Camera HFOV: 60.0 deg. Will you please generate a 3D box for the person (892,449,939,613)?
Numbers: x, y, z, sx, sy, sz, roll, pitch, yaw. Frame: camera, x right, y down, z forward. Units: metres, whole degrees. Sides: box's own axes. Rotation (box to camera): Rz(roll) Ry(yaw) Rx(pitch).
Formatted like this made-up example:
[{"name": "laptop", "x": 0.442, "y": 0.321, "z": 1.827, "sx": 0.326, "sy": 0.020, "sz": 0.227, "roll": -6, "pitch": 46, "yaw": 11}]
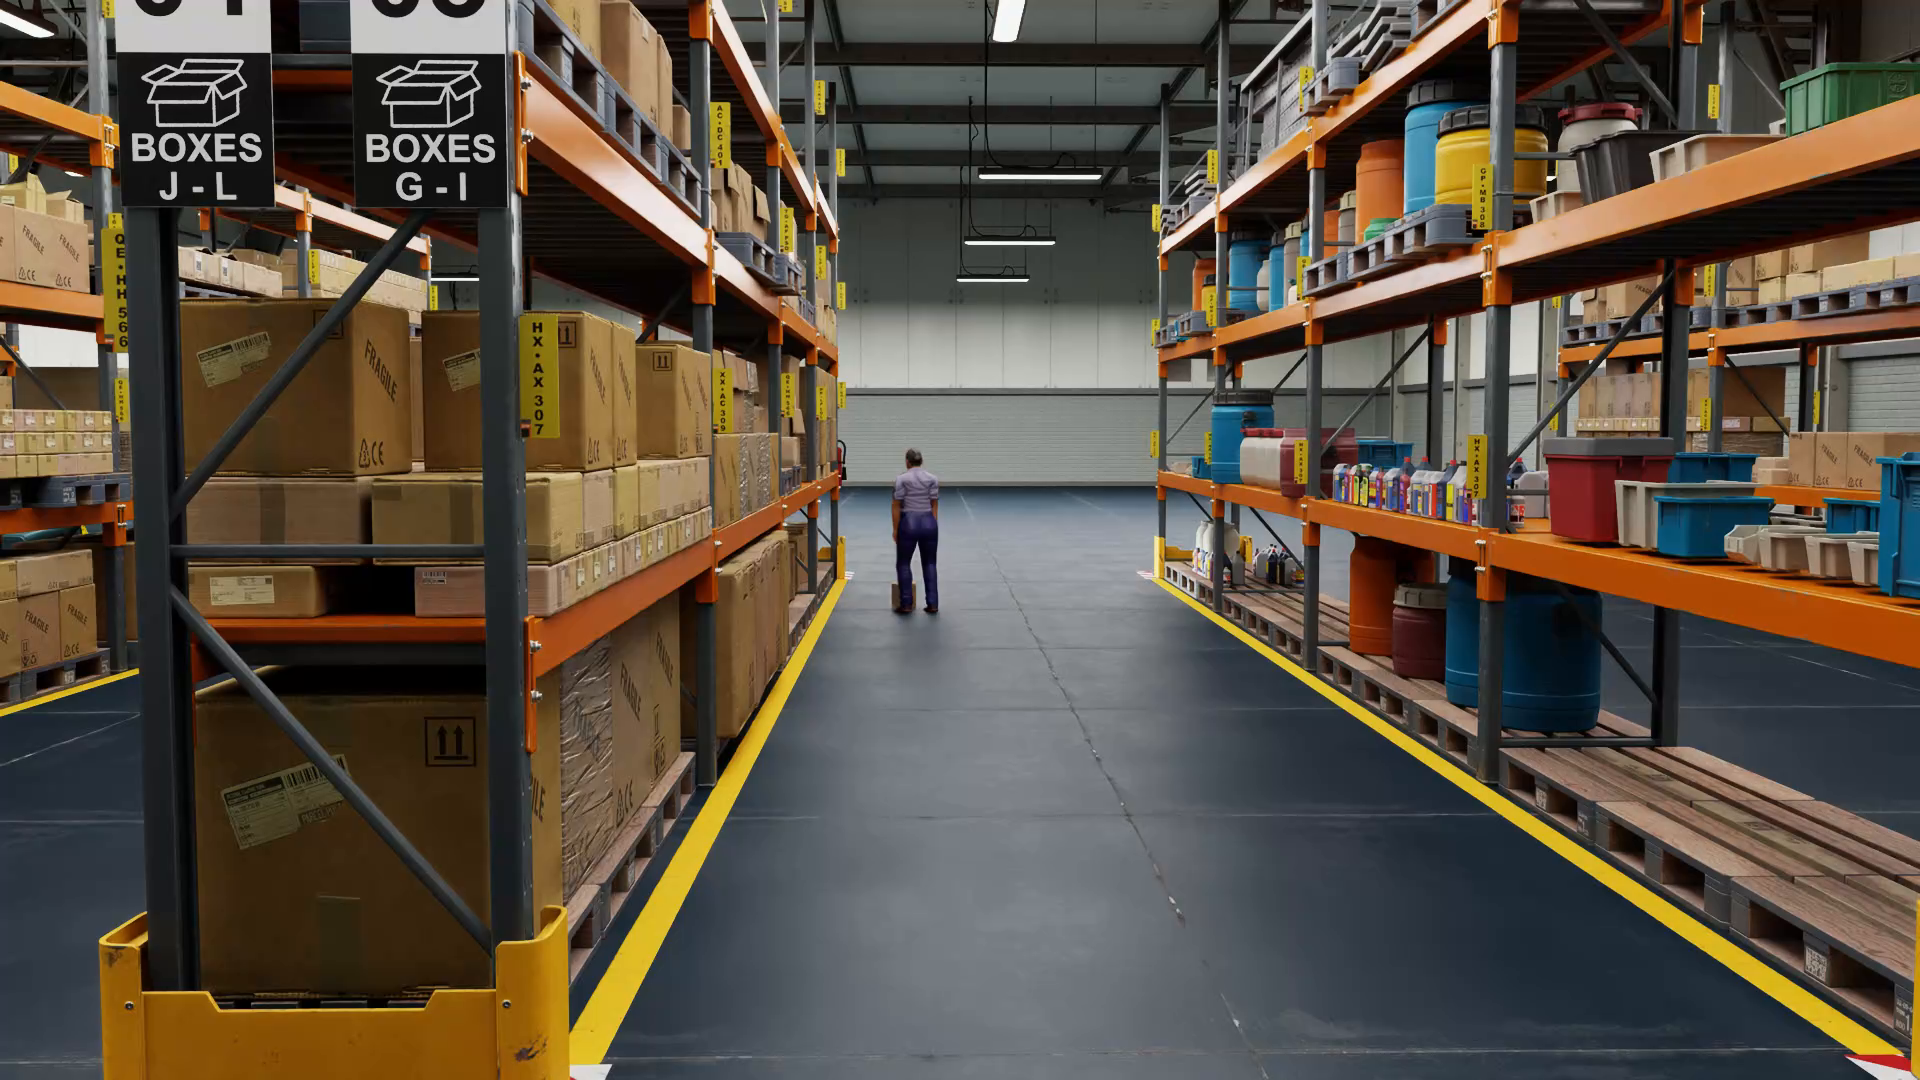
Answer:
[{"name": "person", "x": -0.450, "y": -0.089, "z": 16.564, "sx": 0.476, "sy": 1.640, "sz": 0.338, "roll": -1, "pitch": 4, "yaw": -16}]
